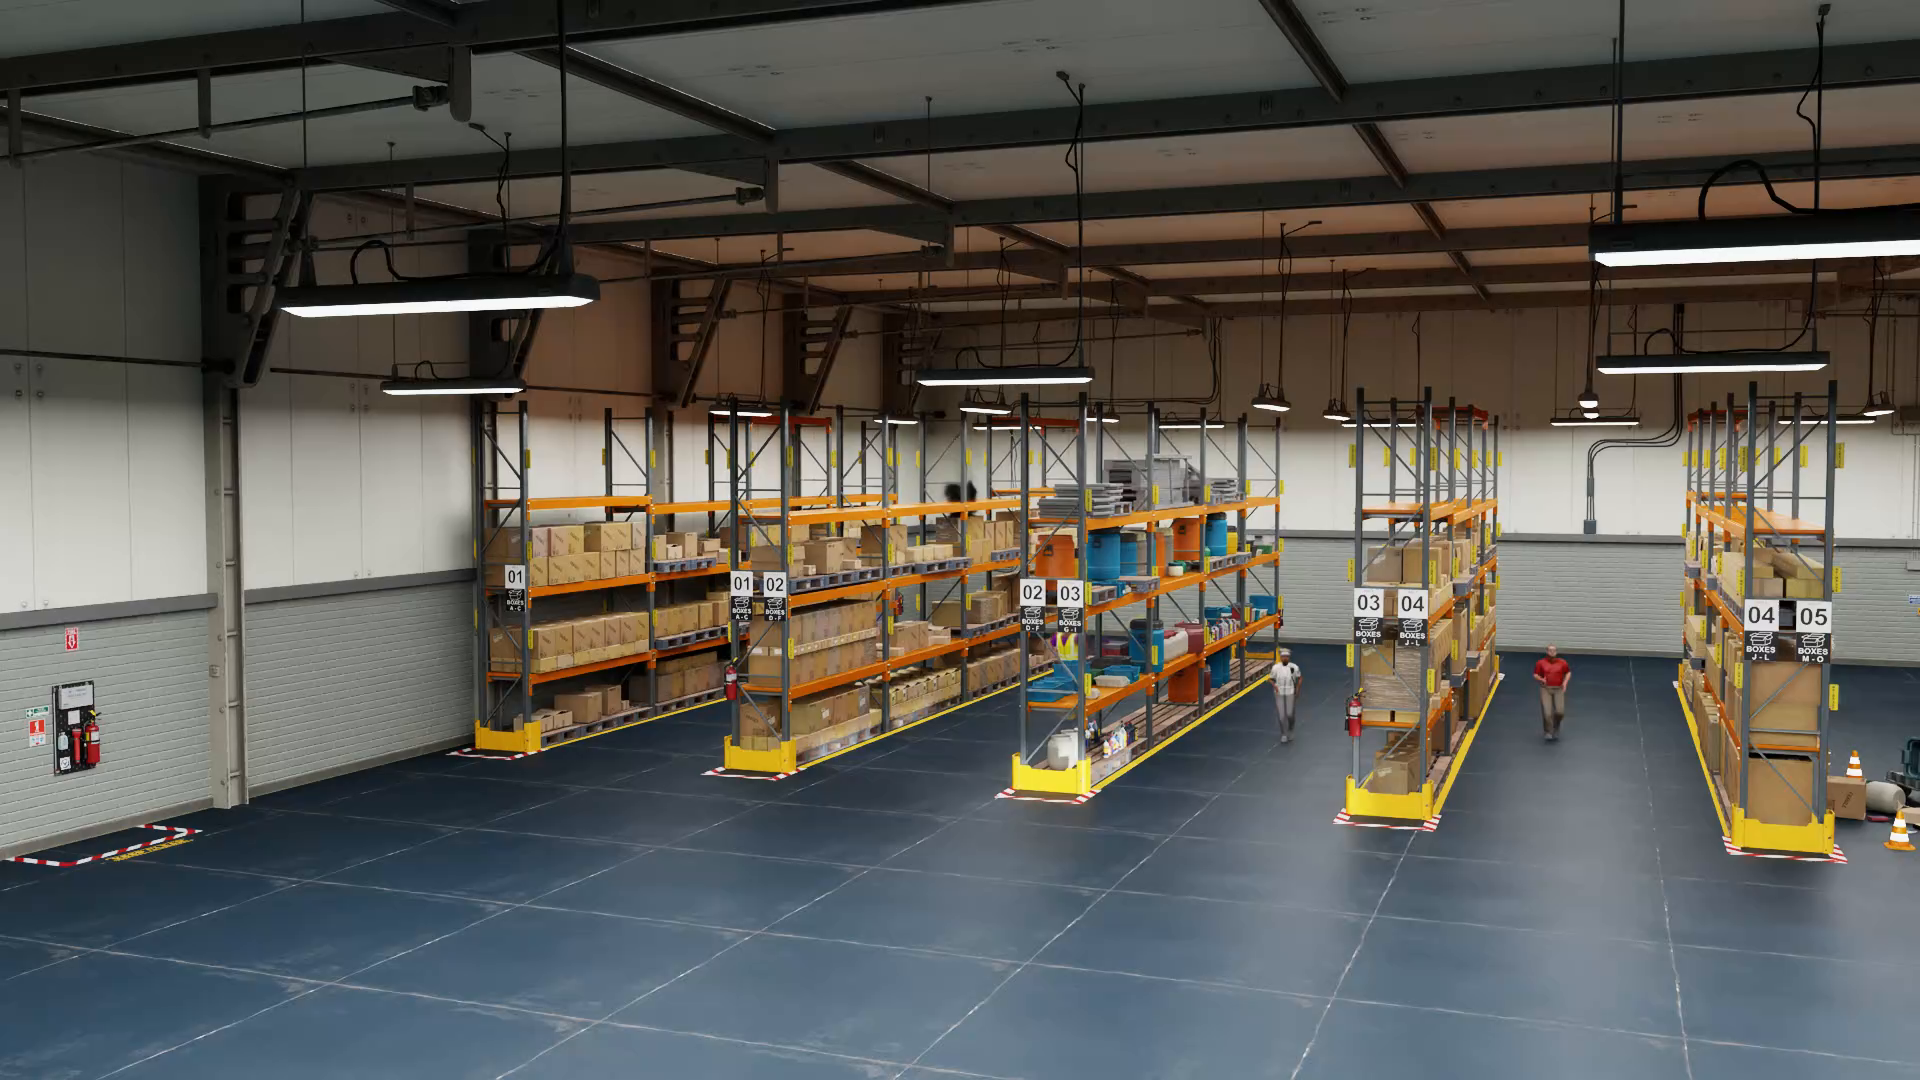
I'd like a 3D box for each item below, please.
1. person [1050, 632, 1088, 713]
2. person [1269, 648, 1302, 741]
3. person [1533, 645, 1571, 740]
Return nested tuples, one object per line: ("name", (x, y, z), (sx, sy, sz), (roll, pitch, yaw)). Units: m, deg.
("person", (2.019, 2.343, 31.429), (0.725, 1.771, 0.941), (1, 3, 26))
("person", (5.732, 2.738, 29.346), (0.576, 1.657, 0.580), (1, 3, 15))
("person", (10.514, 2.718, 29.502), (0.648, 1.700, 0.613), (1, 3, 14))
